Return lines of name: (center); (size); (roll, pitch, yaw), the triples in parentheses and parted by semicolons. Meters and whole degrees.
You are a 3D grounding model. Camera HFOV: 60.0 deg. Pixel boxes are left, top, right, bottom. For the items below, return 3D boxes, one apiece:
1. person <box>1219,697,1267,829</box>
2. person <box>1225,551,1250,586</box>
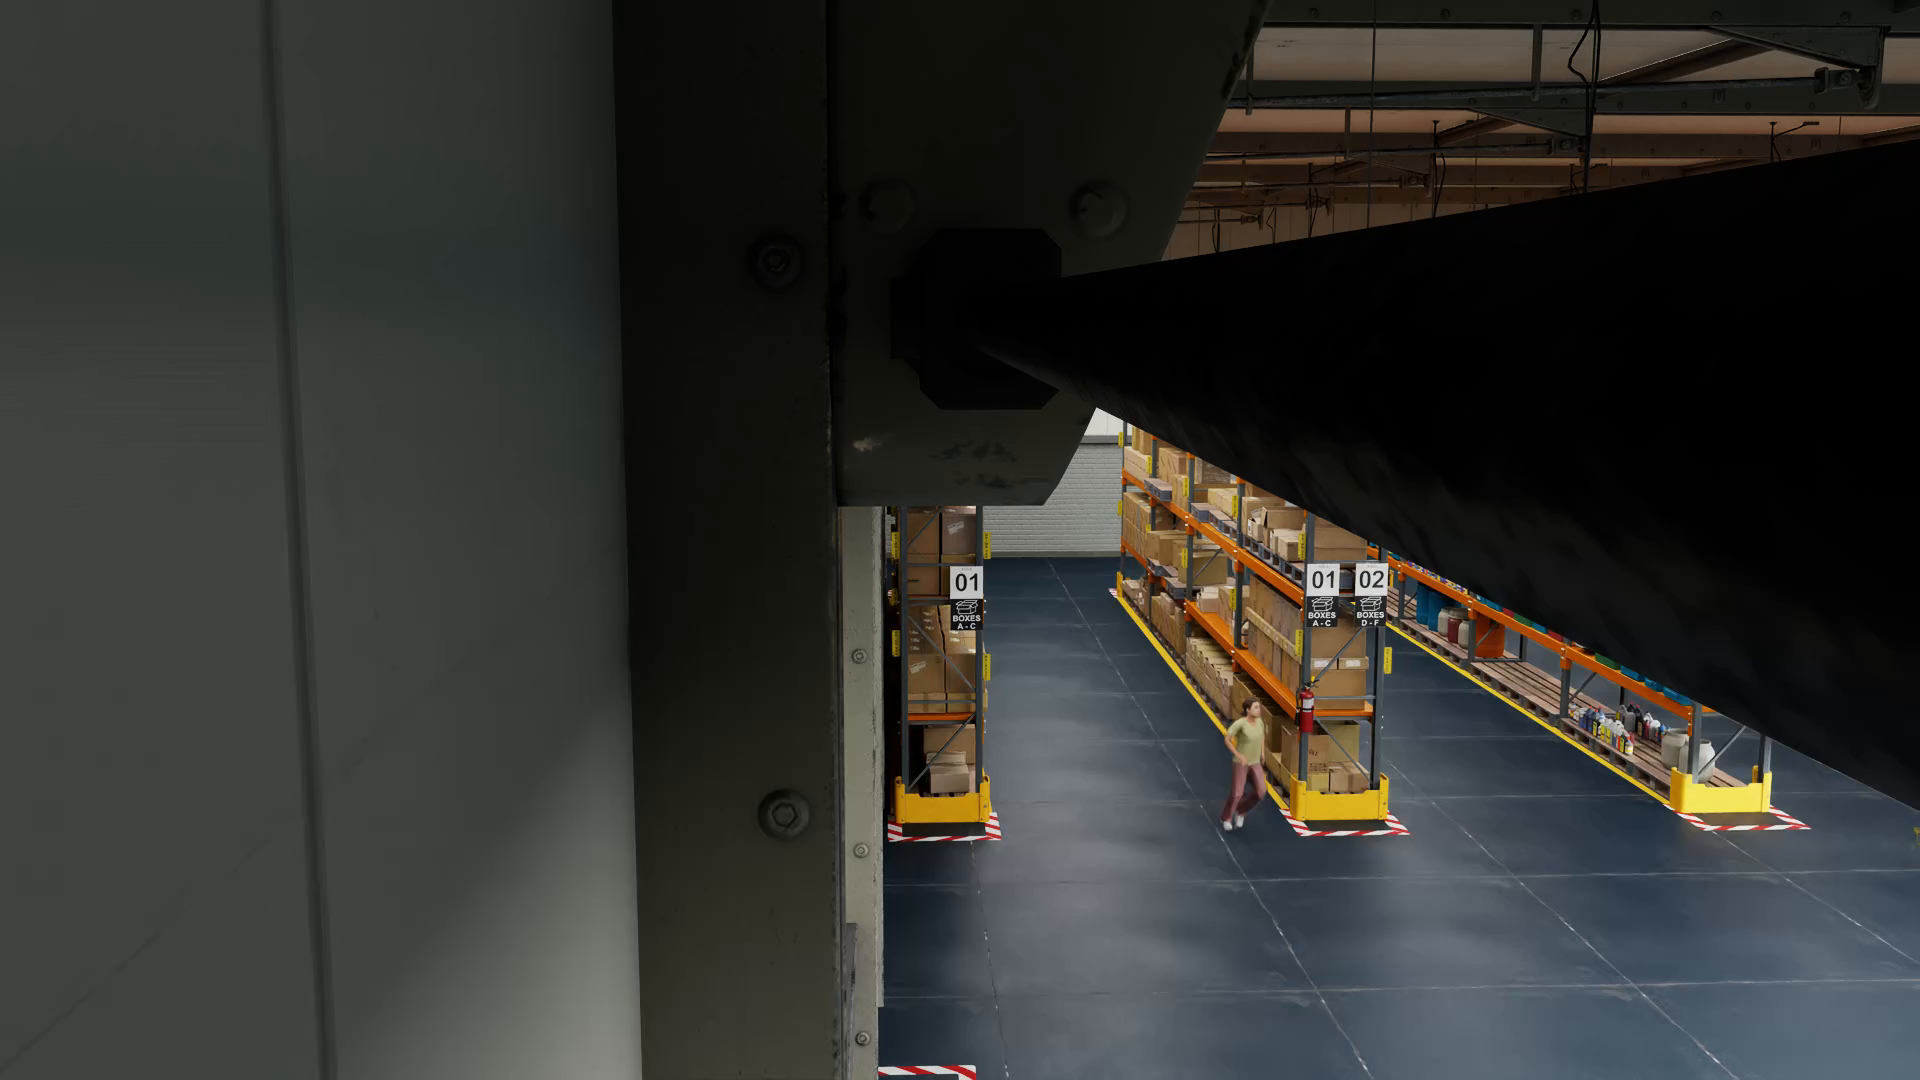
person: (3.504, 2.710, 20.148); (0.640, 1.620, 0.578); (-3, 9, -22)
person: (5.952, 0.532, 35.680); (0.567, 1.639, 0.724); (-2, 8, -17)
